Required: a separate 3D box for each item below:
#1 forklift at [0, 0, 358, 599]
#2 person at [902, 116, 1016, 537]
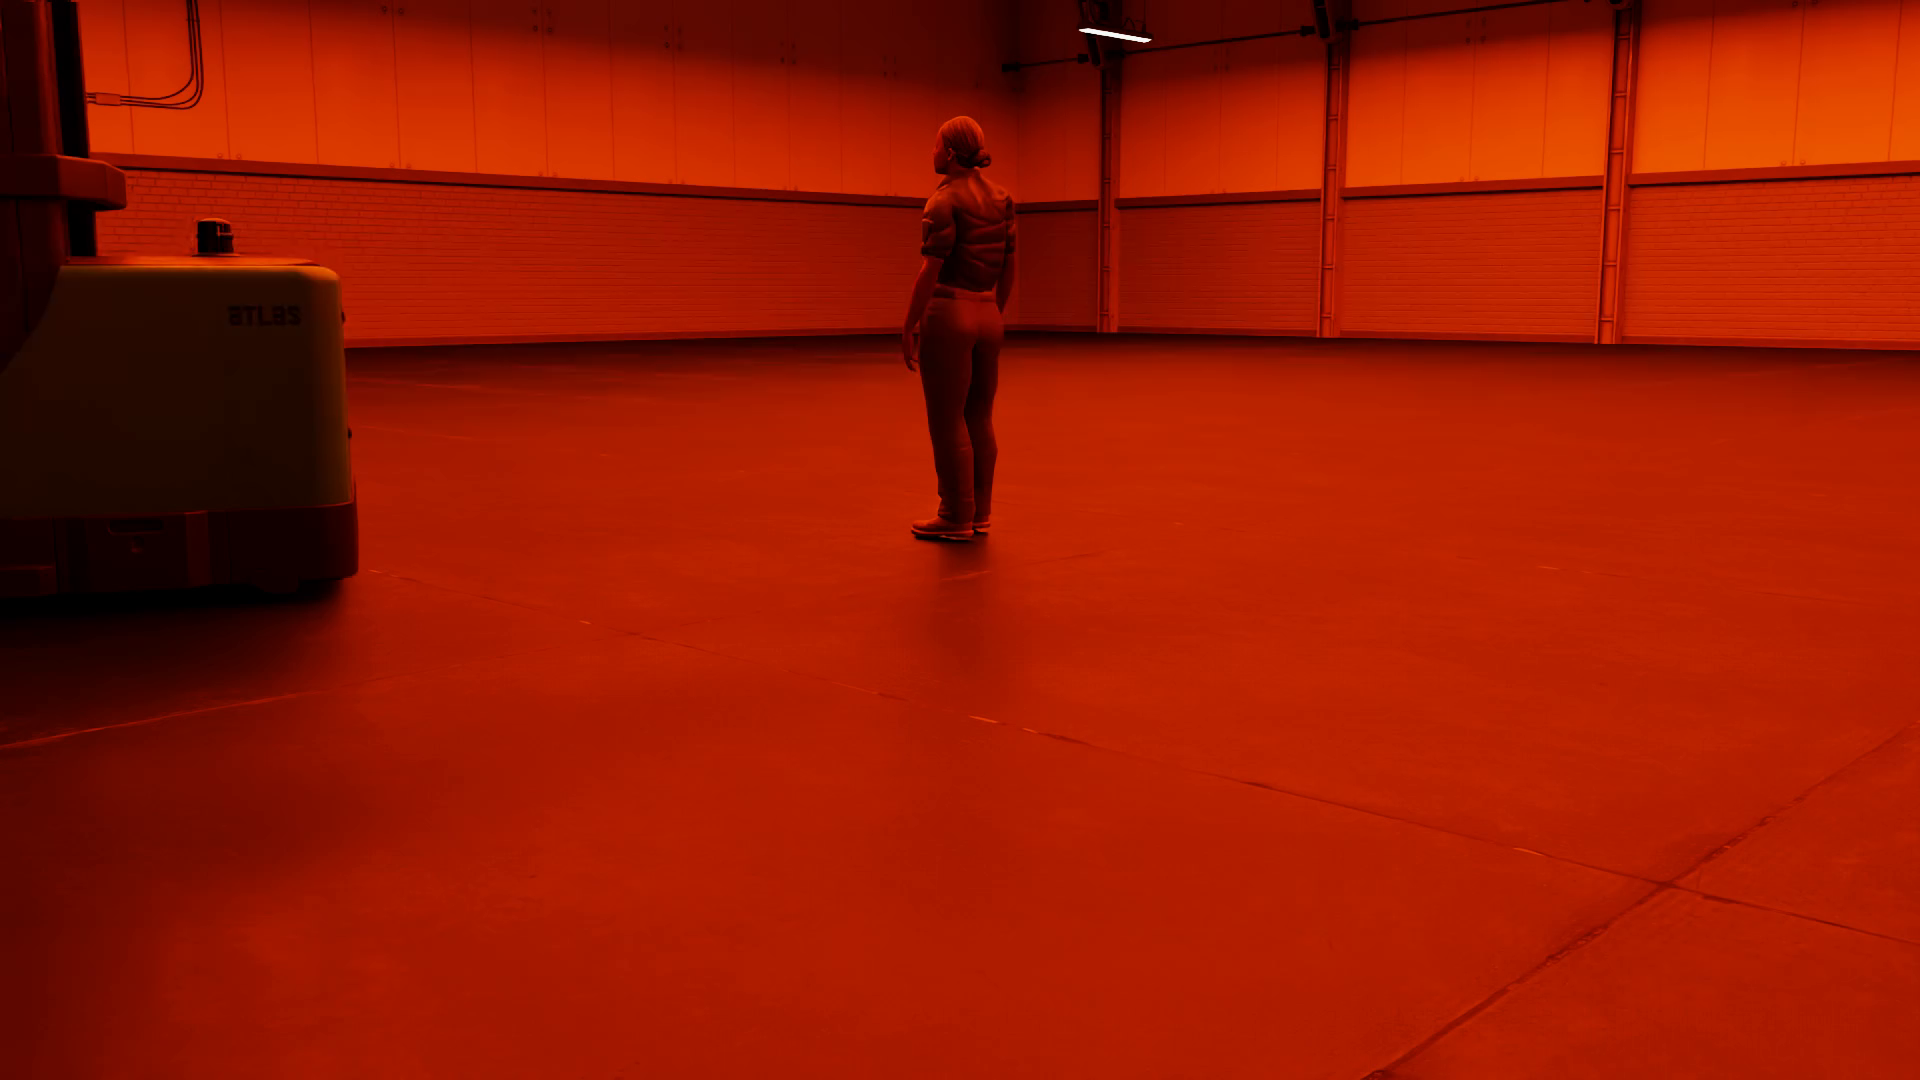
[{"bbox_3d":[-3.567,-1.254,5.200,3.031,2.935,1.130,-3,9,-19],"label":"forklift"},{"bbox_3d":[-0.049,-0.836,6.667,0.504,1.654,0.570,8,12,43],"label":"person"}]
